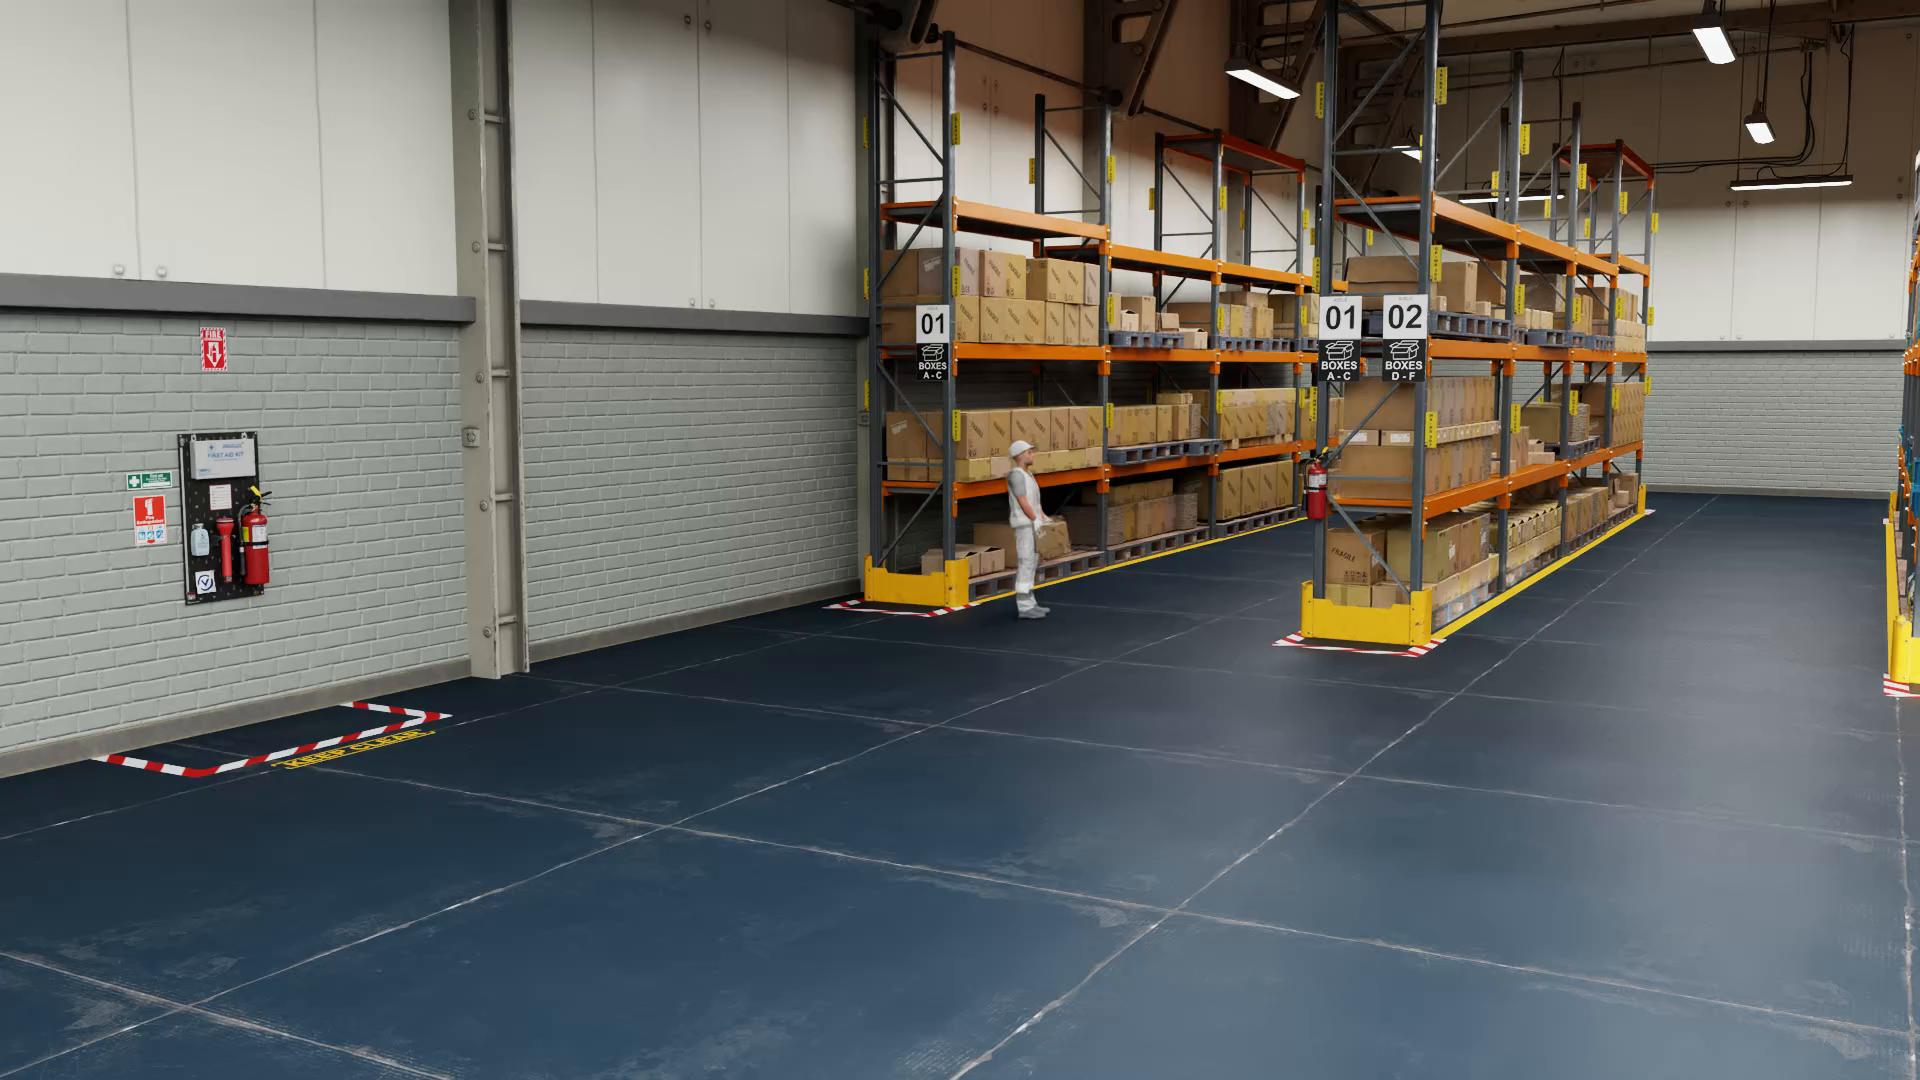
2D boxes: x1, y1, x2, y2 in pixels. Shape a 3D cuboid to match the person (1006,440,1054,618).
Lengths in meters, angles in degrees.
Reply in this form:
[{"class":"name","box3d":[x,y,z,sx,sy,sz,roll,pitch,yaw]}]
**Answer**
[{"class":"person","box3d":[0.723,-0.119,17.037,0.480,1.794,0.561,2,6,15]}]
